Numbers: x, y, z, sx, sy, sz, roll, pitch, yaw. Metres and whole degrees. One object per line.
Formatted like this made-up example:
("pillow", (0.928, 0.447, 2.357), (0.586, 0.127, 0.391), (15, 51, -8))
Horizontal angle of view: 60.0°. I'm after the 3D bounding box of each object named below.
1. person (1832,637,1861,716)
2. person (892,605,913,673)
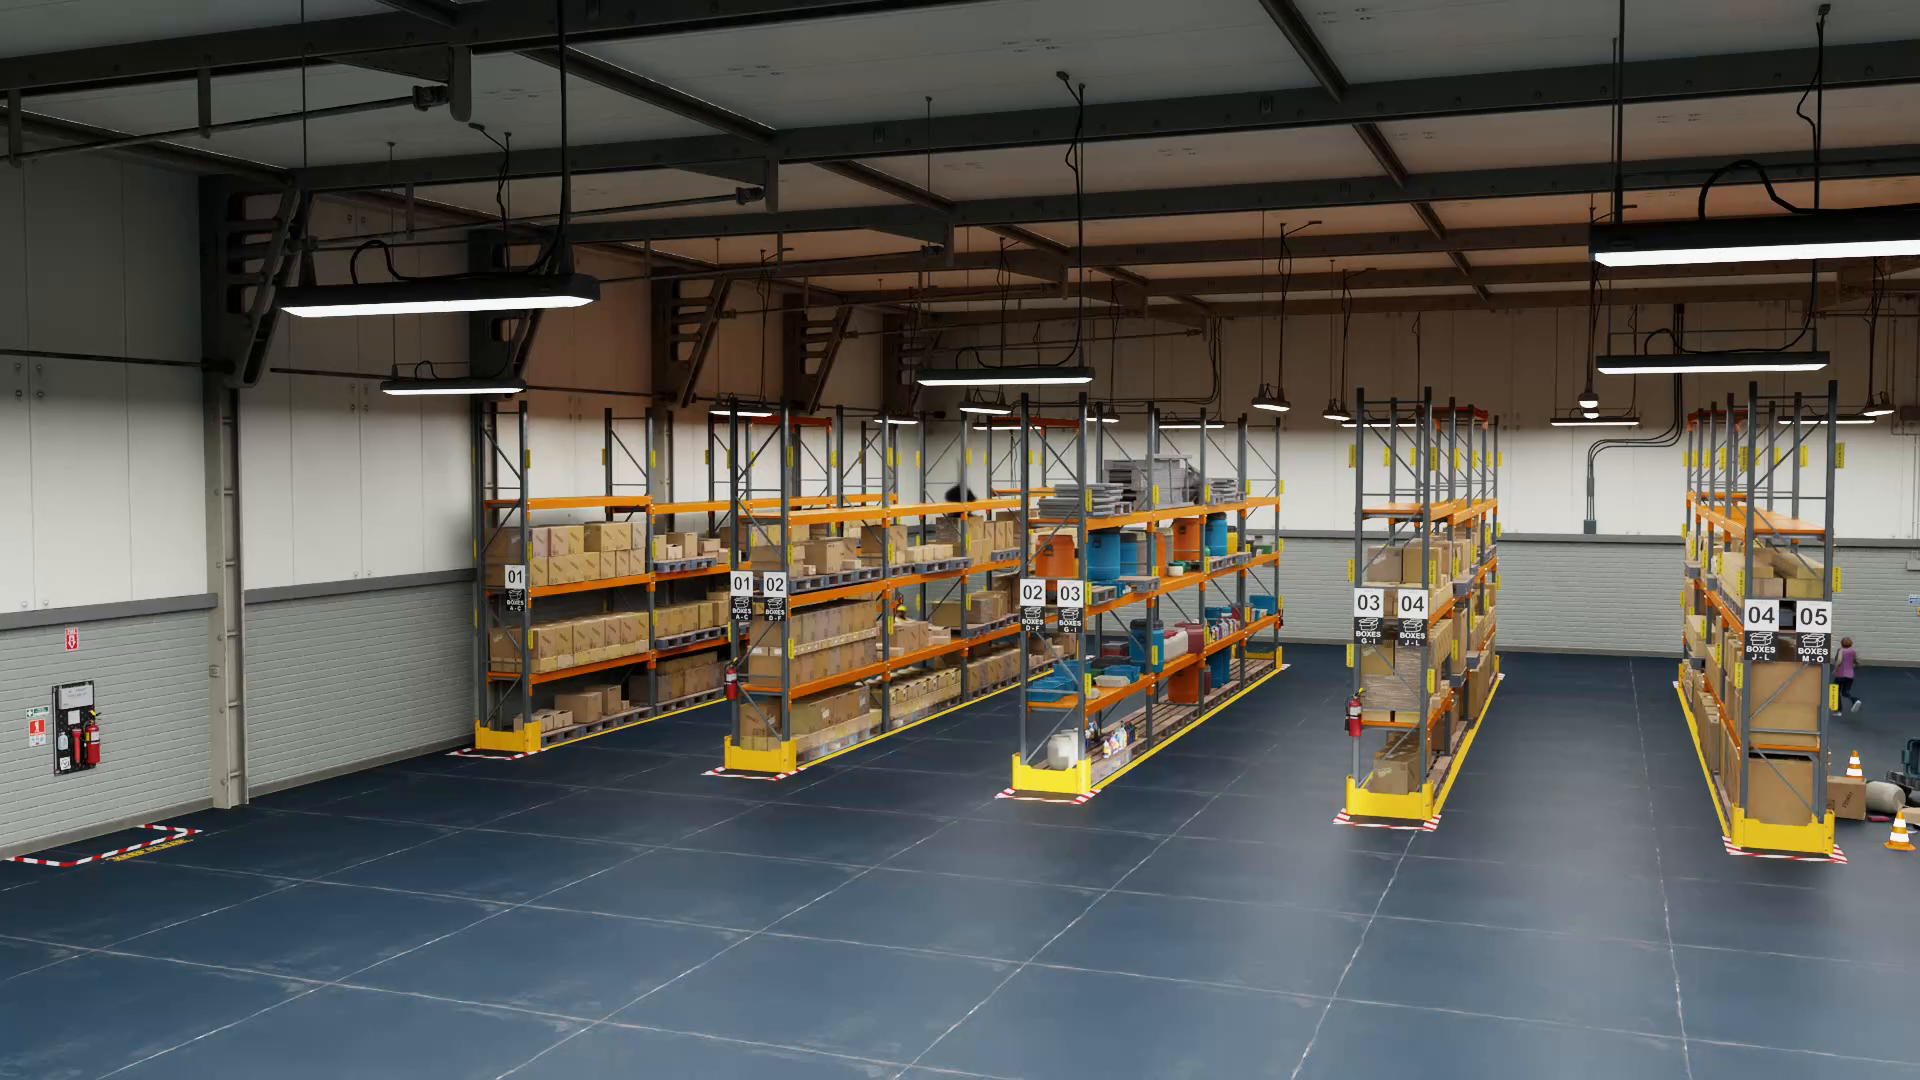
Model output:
("person", (17.127, 2.655, 32.147), (0.535, 1.569, 0.755), (0, 3, -3))
("person", (-1.317, 2.339, 36.692), (0.686, 1.788, 0.721), (1, 3, 14))
